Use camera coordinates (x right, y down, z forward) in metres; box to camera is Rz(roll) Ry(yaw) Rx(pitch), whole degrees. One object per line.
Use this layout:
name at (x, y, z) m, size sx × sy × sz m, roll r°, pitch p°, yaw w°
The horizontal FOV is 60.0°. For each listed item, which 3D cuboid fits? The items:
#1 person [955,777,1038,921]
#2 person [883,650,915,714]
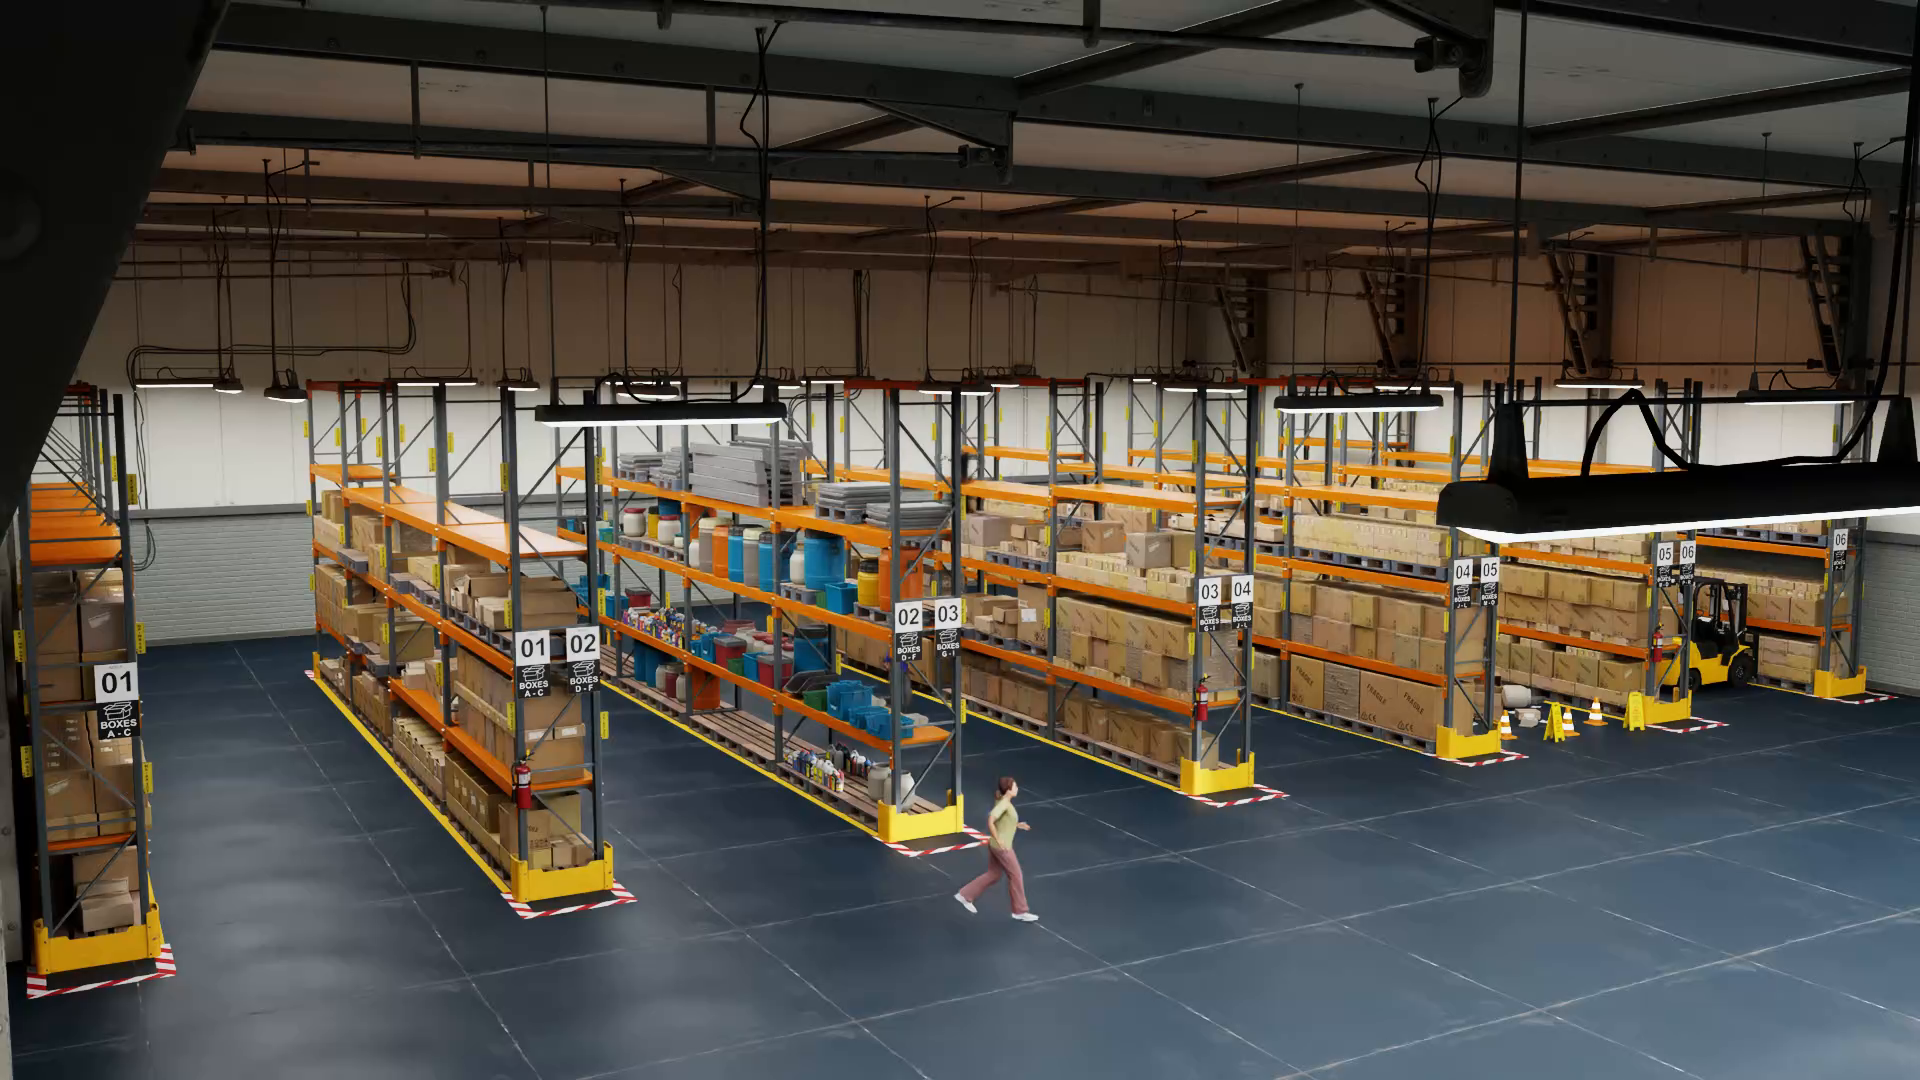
person at (0.417, 3.503, 18.858) m, size 0.951 × 1.666 × 0.551 m, roll 0°, pitch 6°, yaw -4°
person at (-1.107, 2.424, 29.339) m, size 0.585 × 1.607 × 0.653 m, roll -6°, pitch 8°, yaw -42°
